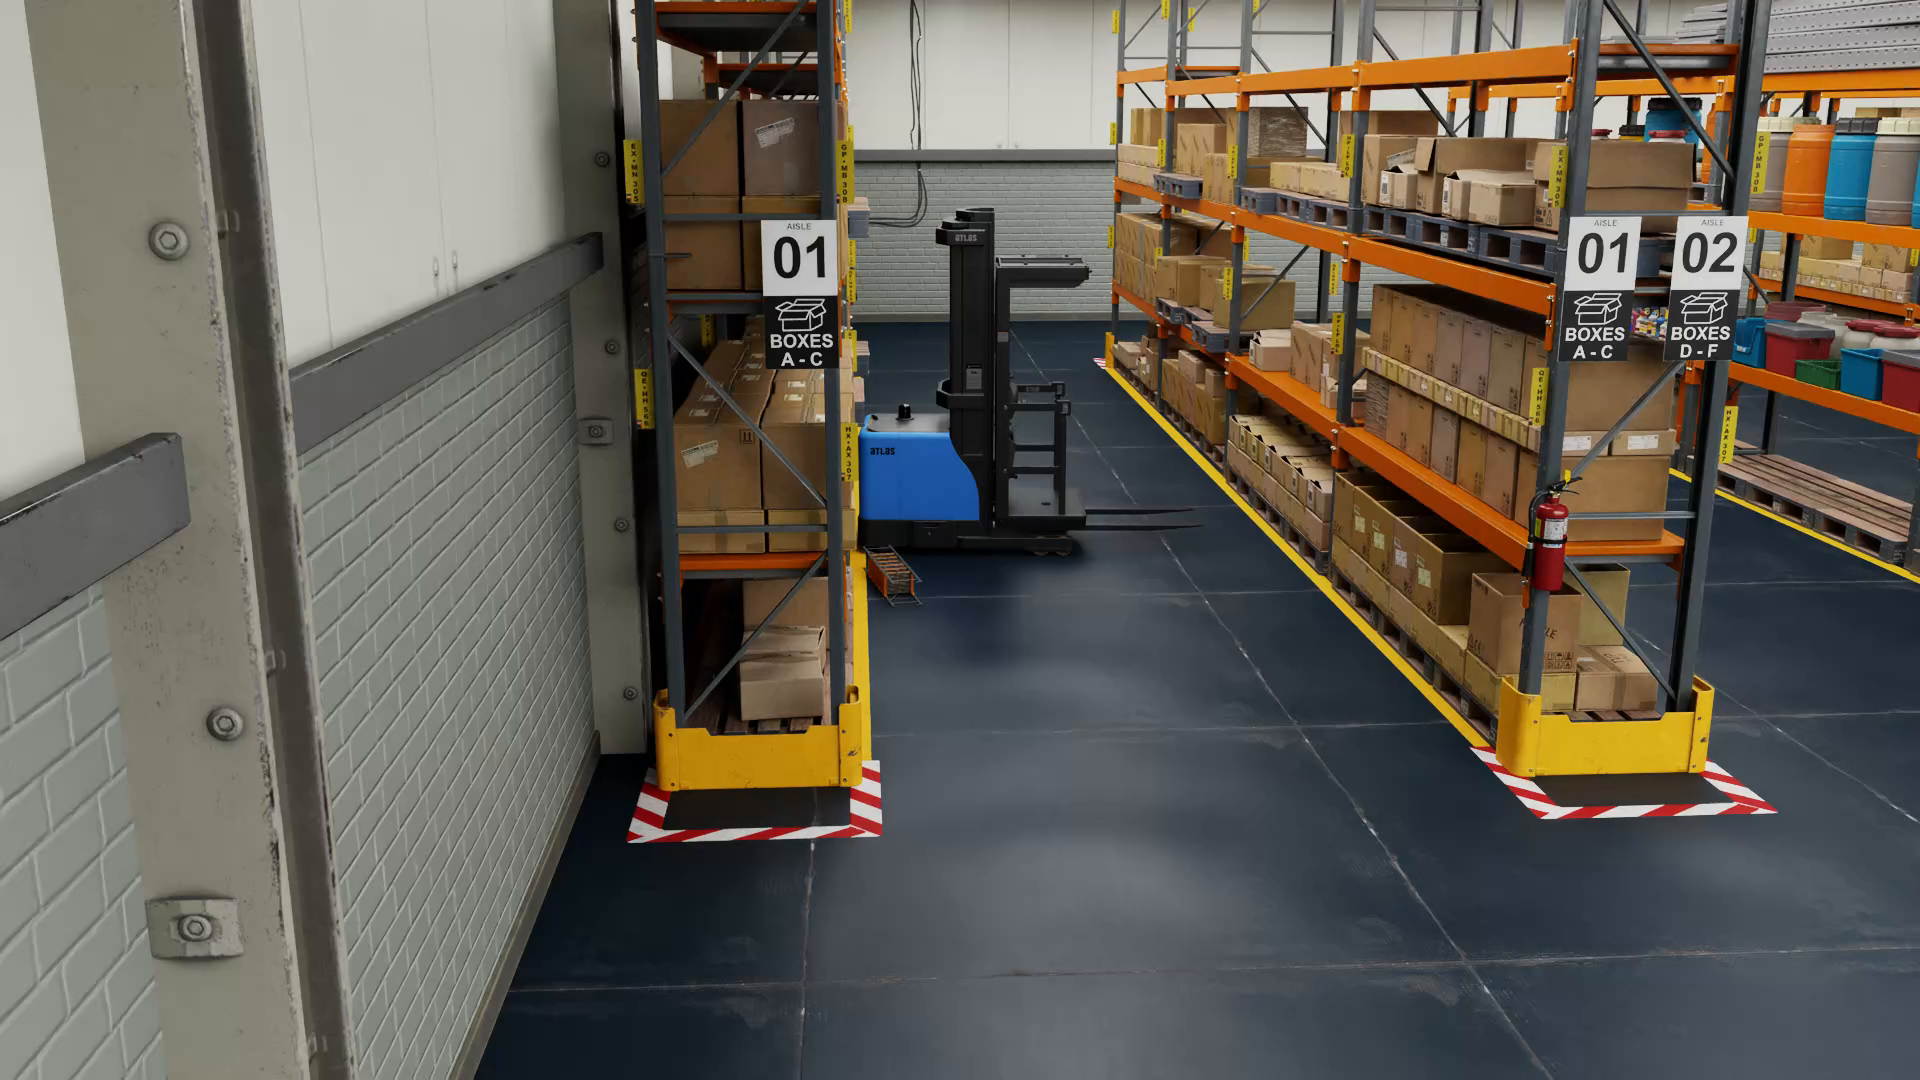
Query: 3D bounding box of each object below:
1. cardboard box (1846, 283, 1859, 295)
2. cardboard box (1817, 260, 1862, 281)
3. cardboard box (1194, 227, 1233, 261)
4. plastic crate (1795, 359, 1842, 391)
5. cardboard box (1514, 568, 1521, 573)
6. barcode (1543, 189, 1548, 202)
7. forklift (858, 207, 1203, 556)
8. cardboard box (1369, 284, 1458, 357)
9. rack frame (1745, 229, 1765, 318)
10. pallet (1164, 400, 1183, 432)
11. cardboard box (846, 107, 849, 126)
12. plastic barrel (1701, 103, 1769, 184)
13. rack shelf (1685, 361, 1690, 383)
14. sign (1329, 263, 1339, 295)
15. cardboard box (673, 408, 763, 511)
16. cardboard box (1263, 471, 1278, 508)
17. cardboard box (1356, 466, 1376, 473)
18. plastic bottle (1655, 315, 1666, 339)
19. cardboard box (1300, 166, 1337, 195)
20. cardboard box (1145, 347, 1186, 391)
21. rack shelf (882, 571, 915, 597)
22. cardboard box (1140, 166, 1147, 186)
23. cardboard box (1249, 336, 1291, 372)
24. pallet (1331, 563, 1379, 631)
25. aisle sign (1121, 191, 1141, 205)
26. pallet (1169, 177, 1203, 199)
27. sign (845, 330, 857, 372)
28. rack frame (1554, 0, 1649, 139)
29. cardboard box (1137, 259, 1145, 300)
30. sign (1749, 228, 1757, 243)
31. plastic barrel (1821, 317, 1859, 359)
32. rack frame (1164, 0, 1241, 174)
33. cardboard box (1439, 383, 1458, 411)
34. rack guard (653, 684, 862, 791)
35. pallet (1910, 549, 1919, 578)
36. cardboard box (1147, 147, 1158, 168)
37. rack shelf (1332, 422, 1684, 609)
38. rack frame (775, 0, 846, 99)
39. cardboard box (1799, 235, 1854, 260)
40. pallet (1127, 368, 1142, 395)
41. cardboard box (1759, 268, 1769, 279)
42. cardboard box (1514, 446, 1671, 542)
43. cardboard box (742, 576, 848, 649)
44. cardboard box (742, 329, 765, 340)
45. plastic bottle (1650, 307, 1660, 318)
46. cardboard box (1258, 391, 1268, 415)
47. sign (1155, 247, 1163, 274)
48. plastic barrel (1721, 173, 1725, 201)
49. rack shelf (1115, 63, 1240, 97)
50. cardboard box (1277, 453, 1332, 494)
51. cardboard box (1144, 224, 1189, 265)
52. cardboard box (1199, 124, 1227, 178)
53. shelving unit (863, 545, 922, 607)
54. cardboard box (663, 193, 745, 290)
[{"bbox_3d":[12.526,-3.473,23.011,0.380,0.149,0.250,-1,14,-2],"label":"cardboard box"},{"bbox_3d":[12.553,-3.827,23.586,0.500,0.250,0.500,-1,14,-5],"label":"cardboard box"},{"bbox_3d":[3.300,-3.771,21.454,0.500,0.500,0.500,-1,14,-2],"label":"cardboard box"},{"bbox_3d":[8.099,-1.529,15.373,0.450,0.188,0.662,-1,14,-3],"label":"plastic crate"},{"bbox_3d":[3.904,0.248,11.214,0.500,0.500,0.500,-1,14,-3],"label":"cardboard box"},{"bbox_3d":[3.292,-1.933,9.336,0.001,0.075,0.075,-1,14,-3],"label":"barcode"},{"bbox_3d":[0.625,-1.418,14.655,3.031,2.935,1.130,0,14,1],"label":"forklift"},{"bbox_3d":[3.578,-1.693,12.783,0.700,0.500,0.500,-1,14,-3],"label":"cardboard box"},{"bbox_3d":[12.688,-4.263,25.576,1.000,3.000,0.127,-1,14,-3],"label":"rack frame"},{"bbox_3d":[3.137,-1.564,20.682,1.003,0.211,1.213,-1,14,-3],"label":"pallet"},{"bbox_3d":[-1.659,-5.216,21.011,0.500,0.500,0.500,-1,14,-4],"label":"cardboard box"},{"bbox_3d":[8.208,-4.202,17.615,0.600,0.830,0.708,-1,14,-3],"label":"plastic barrel"},{"bbox_3d":[8.117,-2.346,19.569,1.077,0.370,4.000,-1,14,-3],"label":"rack shelf"},{"bbox_3d":[3.850,-2.692,17.145,0.100,0.325,0.005,-1,14,-3],"label":"sign"},{"bbox_3d":[-1.393,-0.469,9.584,0.500,0.500,0.500,-1,14,-4],"label":"cardboard box"},{"bbox_3d":[3.138,-0.477,15.535,0.500,0.250,0.500,-1,14,-2],"label":"cardboard box"},{"bbox_3d":[3.742,-0.501,14.505,0.500,0.311,0.500,-1,14,-4],"label":"cardboard box"},{"bbox_3d":[7.775,-2.364,18.451,0.097,0.271,0.097,0,14,0],"label":"plastic bottle"},{"bbox_3d":[3.456,-3.321,15.351,0.500,0.250,0.500,-1,14,-5],"label":"cardboard box"},{"bbox_3d":[2.730,-2.256,21.909,0.500,0.500,0.500,-1,14,-3],"label":"cardboard box"},{"bbox_3d":[-0.490,0.348,13.275,0.258,0.180,0.103,-4,15,-14],"label":"rack shelf"},{"bbox_3d":[2.693,-4.862,22.185,0.500,0.250,0.500,-1,14,-3],"label":"cardboard box"},{"bbox_3d":[3.159,-1.853,16.387,0.500,0.311,0.500,-1,14,-4],"label":"cardboard box"},{"bbox_3d":[3.552,0.422,12.962,1.003,0.211,1.213,-1,14,-3],"label":"pallet"},{"bbox_3d":[2.504,-5.383,24.710,0.394,0.787,0.004,-1,14,-3],"label":"aisle sign"},{"bbox_3d":[3.086,-4.057,19.132,1.213,0.211,1.003,-1,14,-3],"label":"pallet"},{"bbox_3d":[-0.858,-1.479,13.017,0.100,0.325,0.005,-1,14,-3],"label":"sign"},{"bbox_3d":[7.993,-6.097,20.665,1.000,3.000,0.127,-1,14,-3],"label":"rack frame"},{"bbox_3d":[2.694,-3.541,22.569,0.500,0.500,0.500,-1,14,-2],"label":"cardboard box"},{"bbox_3d":[12.134,-4.714,25.431,0.100,0.325,0.005,-1,14,-3],"label":"sign"},{"bbox_3d":[8.544,-1.894,16.143,0.421,0.512,0.421,0,14,0],"label":"plastic barrel"},{"bbox_3d":[3.049,-6.022,20.371,1.000,3.000,0.127,-1,14,-3],"label":"rack frame"},{"bbox_3d":[3.480,-0.972,11.283,0.380,0.149,0.250,-1,14,-4],"label":"cardboard box"},{"bbox_3d":[-1.156,1.137,9.604,1.175,0.500,0.348,-1,14,-3],"label":"rack guard"},{"bbox_3d":[8.489,0.316,13.375,1.003,0.211,1.213,-1,14,-3],"label":"pallet"},{"bbox_3d":[2.720,-4.980,21.639,0.500,0.250,0.500,-1,14,-3],"label":"cardboard box"},{"bbox_3d":[3.668,-0.281,11.543,1.077,0.370,4.000,-1,14,-3],"label":"rack shelf"},{"bbox_3d":[-2.143,-6.939,23.937,1.000,3.000,0.127,-1,14,-3],"label":"rack frame"},{"bbox_3d":[12.518,-4.321,24.000,0.500,0.500,0.500,-1,14,-5],"label":"cardboard box"},{"bbox_3d":[2.929,-2.241,23.312,1.003,0.211,1.213,-1,14,-3],"label":"pallet"},{"bbox_3d":[12.381,-4.048,25.244,0.380,0.149,0.250,-1,14,-3],"label":"cardboard box"},{"bbox_3d":[3.776,-0.297,9.959,0.700,0.500,0.500,-1,14,-3],"label":"cardboard box"},{"bbox_3d":[-1.136,0.444,11.413,0.700,0.500,0.500,-2,15,-7],"label":"cardboard box"},{"bbox_3d":[-1.397,-1.438,13.512,0.700,0.500,0.500,-1,14,-3],"label":"cardboard box"},{"bbox_3d":[8.293,-2.723,19.847,0.097,0.271,0.097,0,14,0],"label":"plastic bottle"},{"bbox_3d":[3.516,-1.372,18.472,0.500,0.500,0.500,-1,14,-5],"label":"cardboard box"},{"bbox_3d":[2.508,-3.525,20.971,0.100,0.325,0.005,-1,14,-3],"label":"sign"},{"bbox_3d":[7.954,-3.622,16.840,0.421,0.512,0.421,0,14,0],"label":"plastic barrel"},{"bbox_3d":[2.925,-6.169,22.395,1.077,0.370,4.000,-1,14,-3],"label":"rack shelf"},{"bbox_3d":[3.166,-0.620,14.966,0.500,0.311,0.500,-1,14,-4],"label":"cardboard box"},{"bbox_3d":[2.725,-3.898,21.950,0.500,0.500,0.500,-1,14,-5],"label":"cardboard box"},{"bbox_3d":[3.092,-4.411,18.887,0.600,0.600,0.600,-1,15,-6],"label":"cardboard box"},{"bbox_3d":[-0.560,0.281,13.542,0.258,0.189,1.200,-4,15,-14],"label":"shelving unit"},{"bbox_3d":[-1.430,-1.665,9.218,0.500,0.500,0.500,0,14,1],"label":"cardboard box"}]
